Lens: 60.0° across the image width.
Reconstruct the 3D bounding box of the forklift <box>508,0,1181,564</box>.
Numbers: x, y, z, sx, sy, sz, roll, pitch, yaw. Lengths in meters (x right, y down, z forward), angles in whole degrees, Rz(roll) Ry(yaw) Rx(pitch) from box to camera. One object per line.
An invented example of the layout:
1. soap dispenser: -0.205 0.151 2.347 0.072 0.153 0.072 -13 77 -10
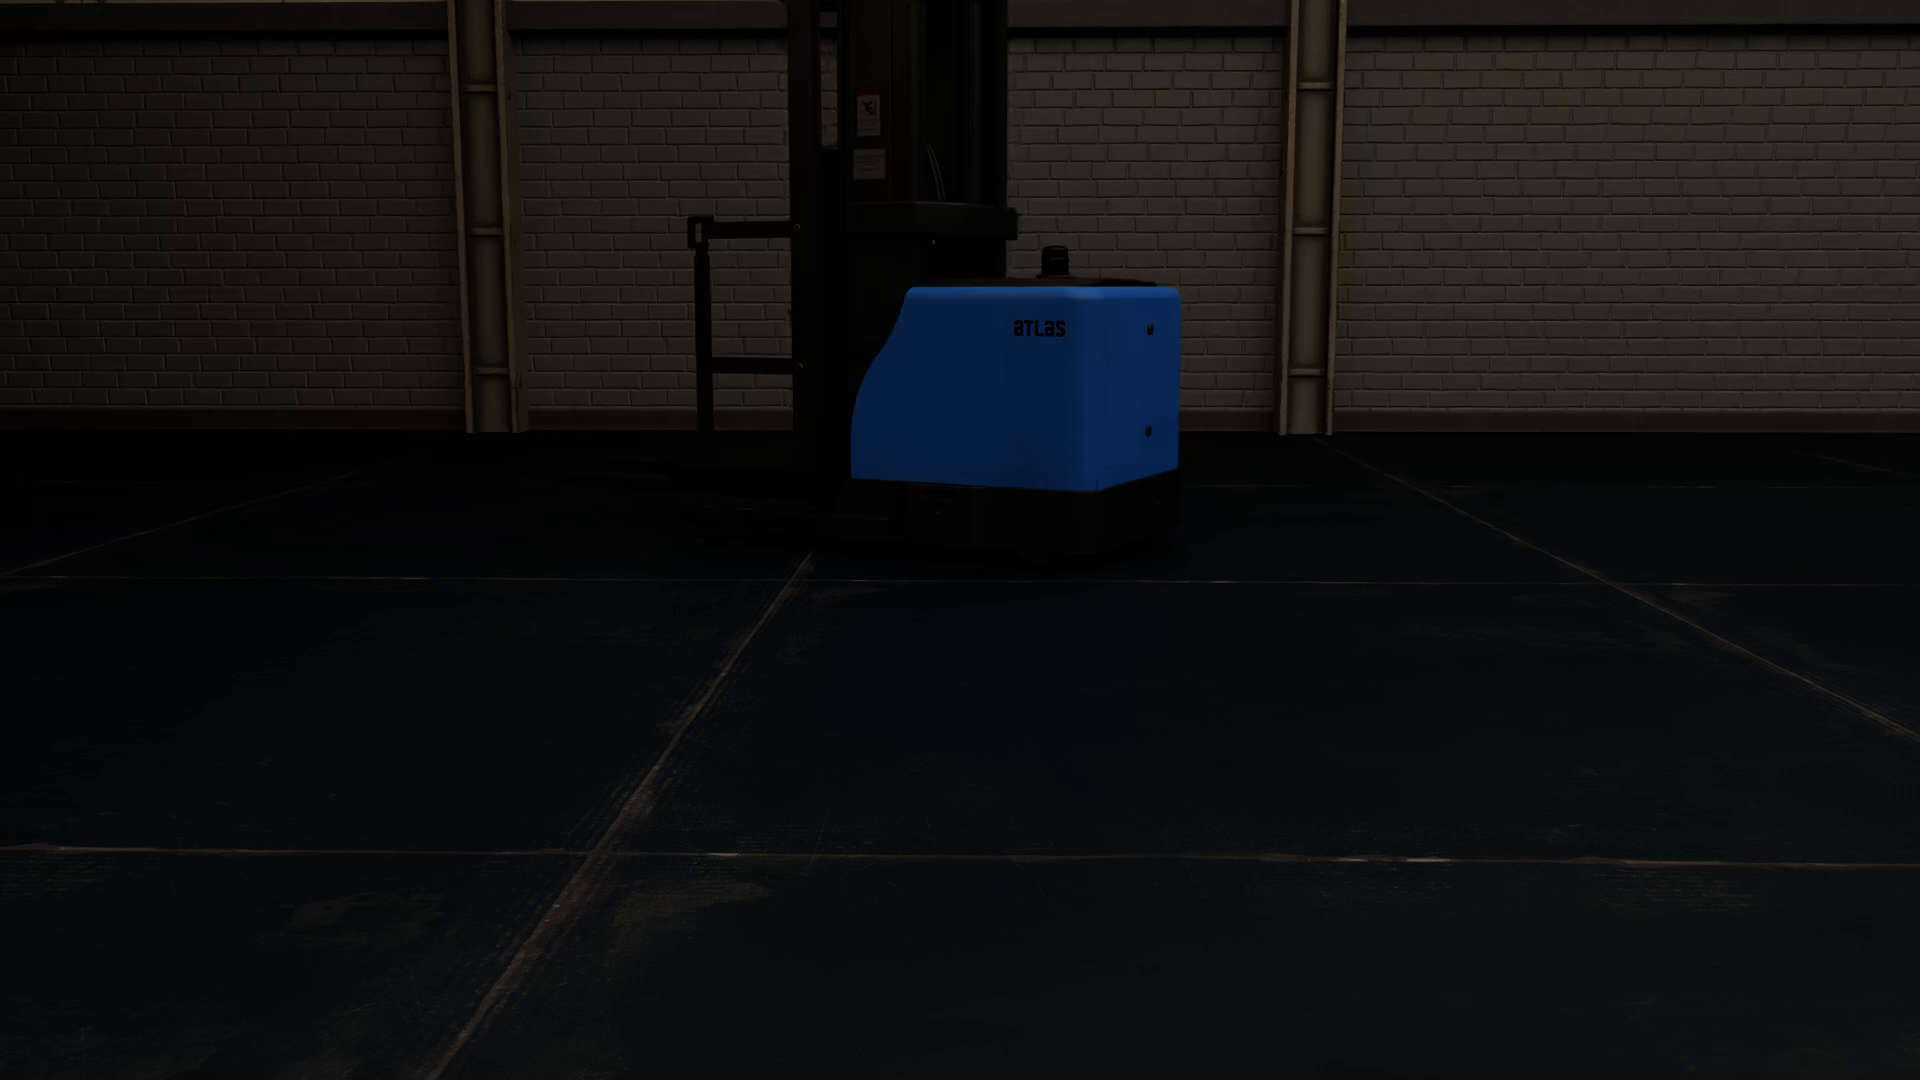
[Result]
1. forklift: -0.611 -1.490 7.172 3.031 2.935 1.130 4 10 27
